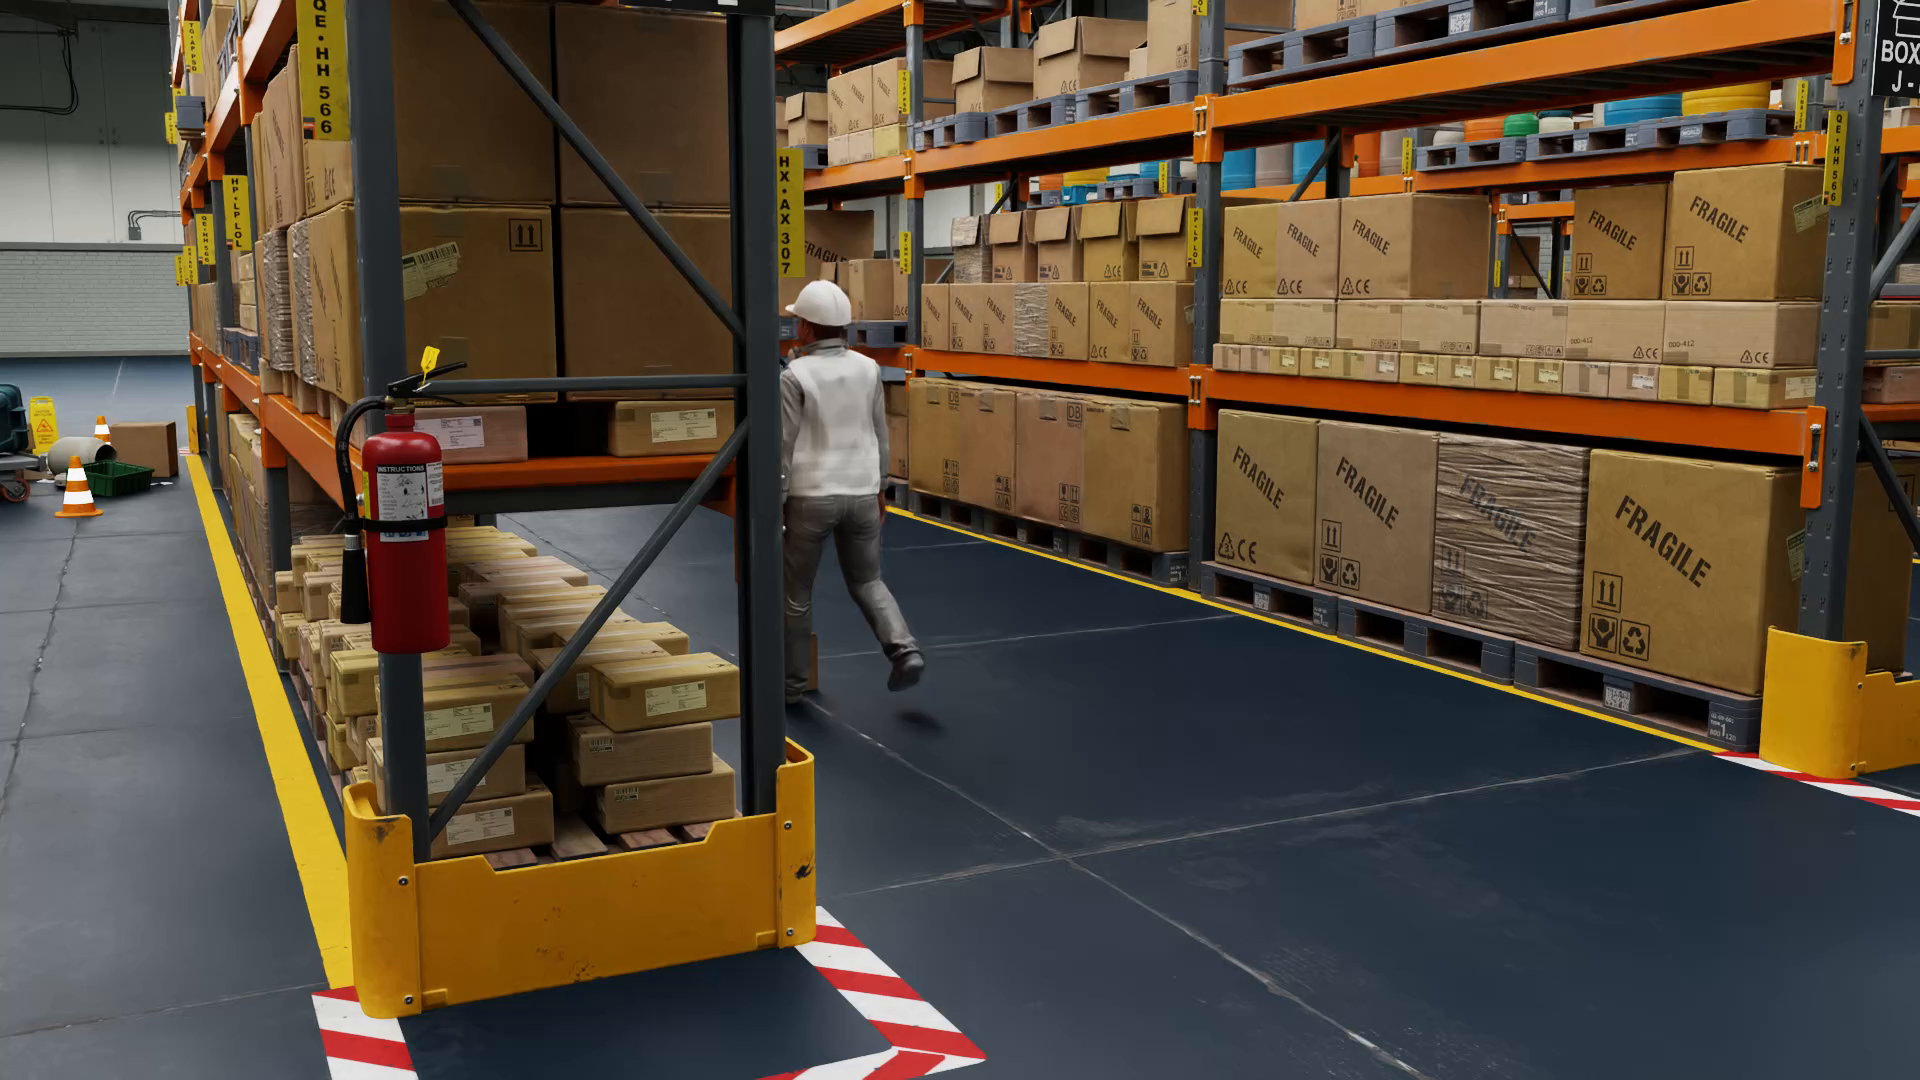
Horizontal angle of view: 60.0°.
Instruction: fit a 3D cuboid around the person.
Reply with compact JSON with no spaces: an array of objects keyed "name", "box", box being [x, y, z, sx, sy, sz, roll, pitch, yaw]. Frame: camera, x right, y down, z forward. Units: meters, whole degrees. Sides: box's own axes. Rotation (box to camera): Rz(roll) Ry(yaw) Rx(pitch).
[{"name":"person","box":[-0.542,-0.179,6.863,0.578,1.764,0.784,-5,10,-31]}]
